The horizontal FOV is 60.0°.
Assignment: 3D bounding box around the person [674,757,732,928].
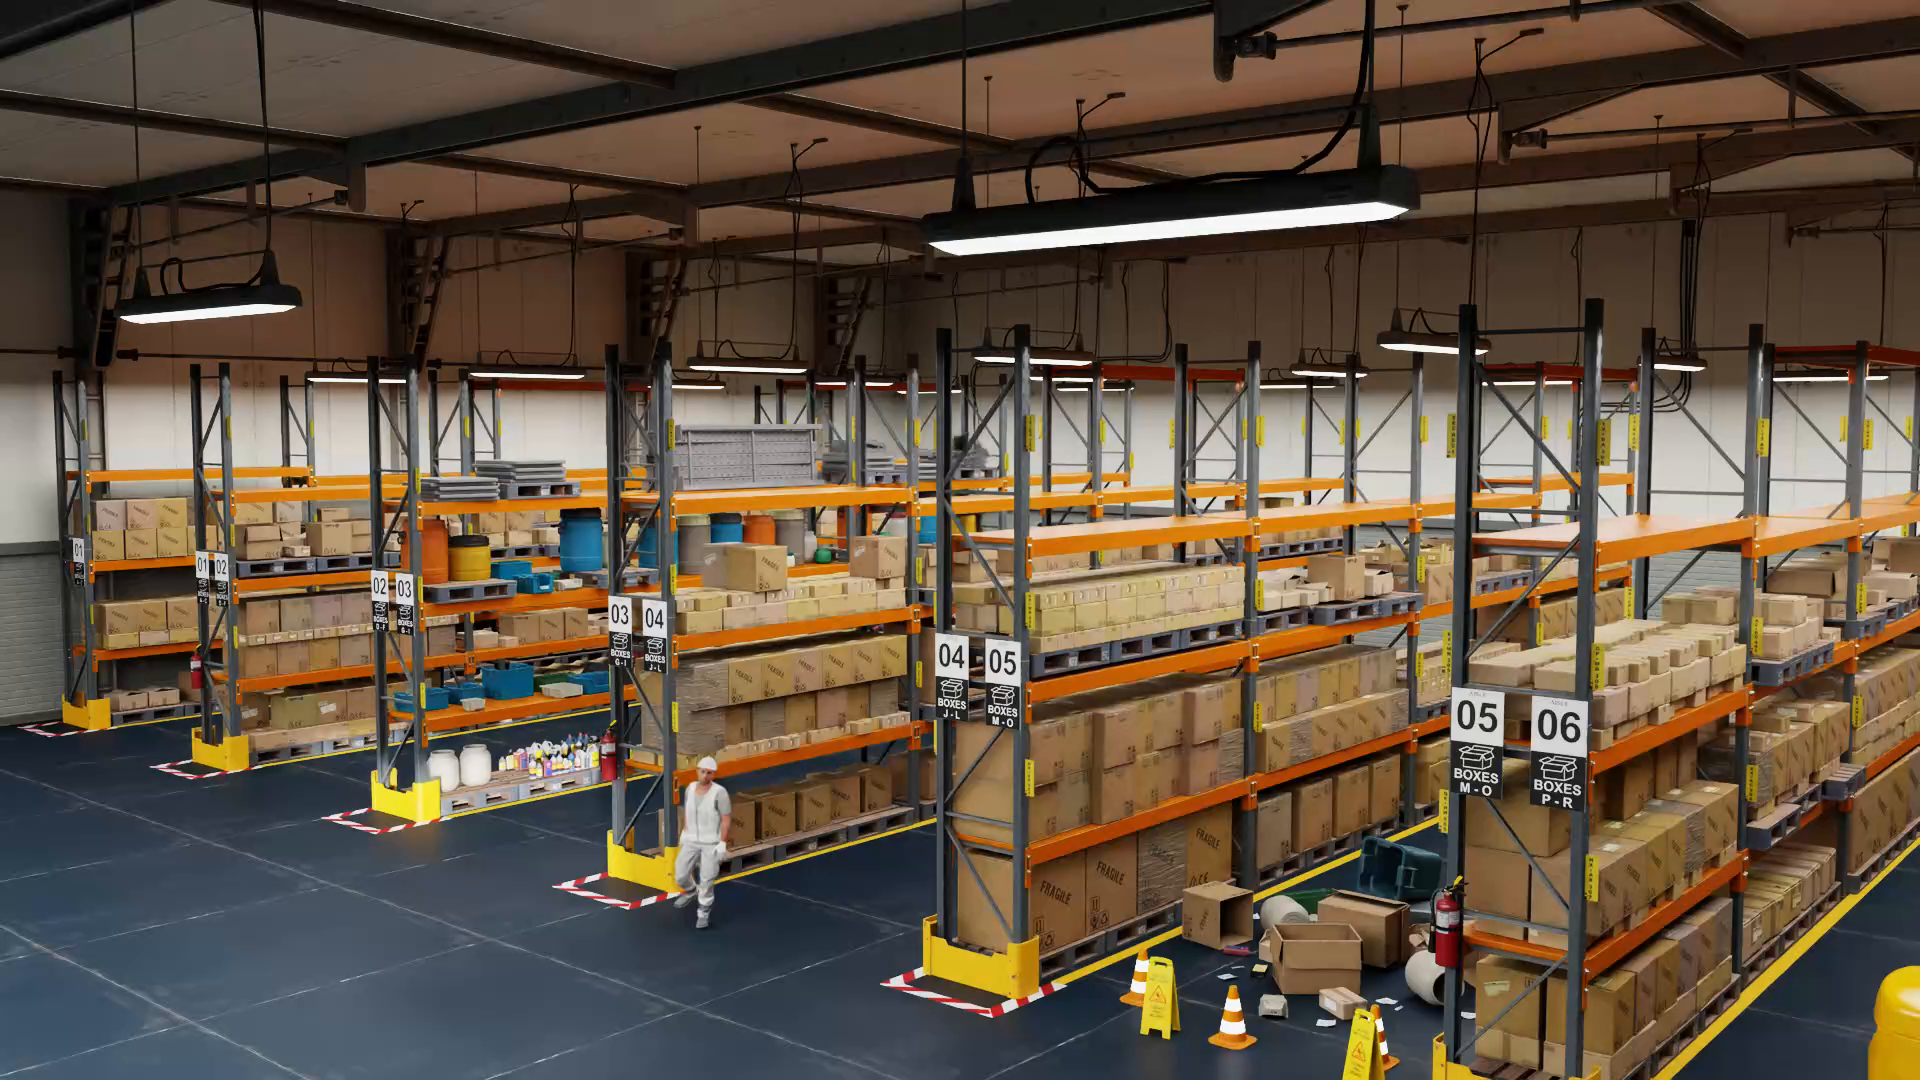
[{"bbox_3d":[-2.643,3.059,16.982,0.762,1.751,0.590,1,4,19],"label":"person"}]
